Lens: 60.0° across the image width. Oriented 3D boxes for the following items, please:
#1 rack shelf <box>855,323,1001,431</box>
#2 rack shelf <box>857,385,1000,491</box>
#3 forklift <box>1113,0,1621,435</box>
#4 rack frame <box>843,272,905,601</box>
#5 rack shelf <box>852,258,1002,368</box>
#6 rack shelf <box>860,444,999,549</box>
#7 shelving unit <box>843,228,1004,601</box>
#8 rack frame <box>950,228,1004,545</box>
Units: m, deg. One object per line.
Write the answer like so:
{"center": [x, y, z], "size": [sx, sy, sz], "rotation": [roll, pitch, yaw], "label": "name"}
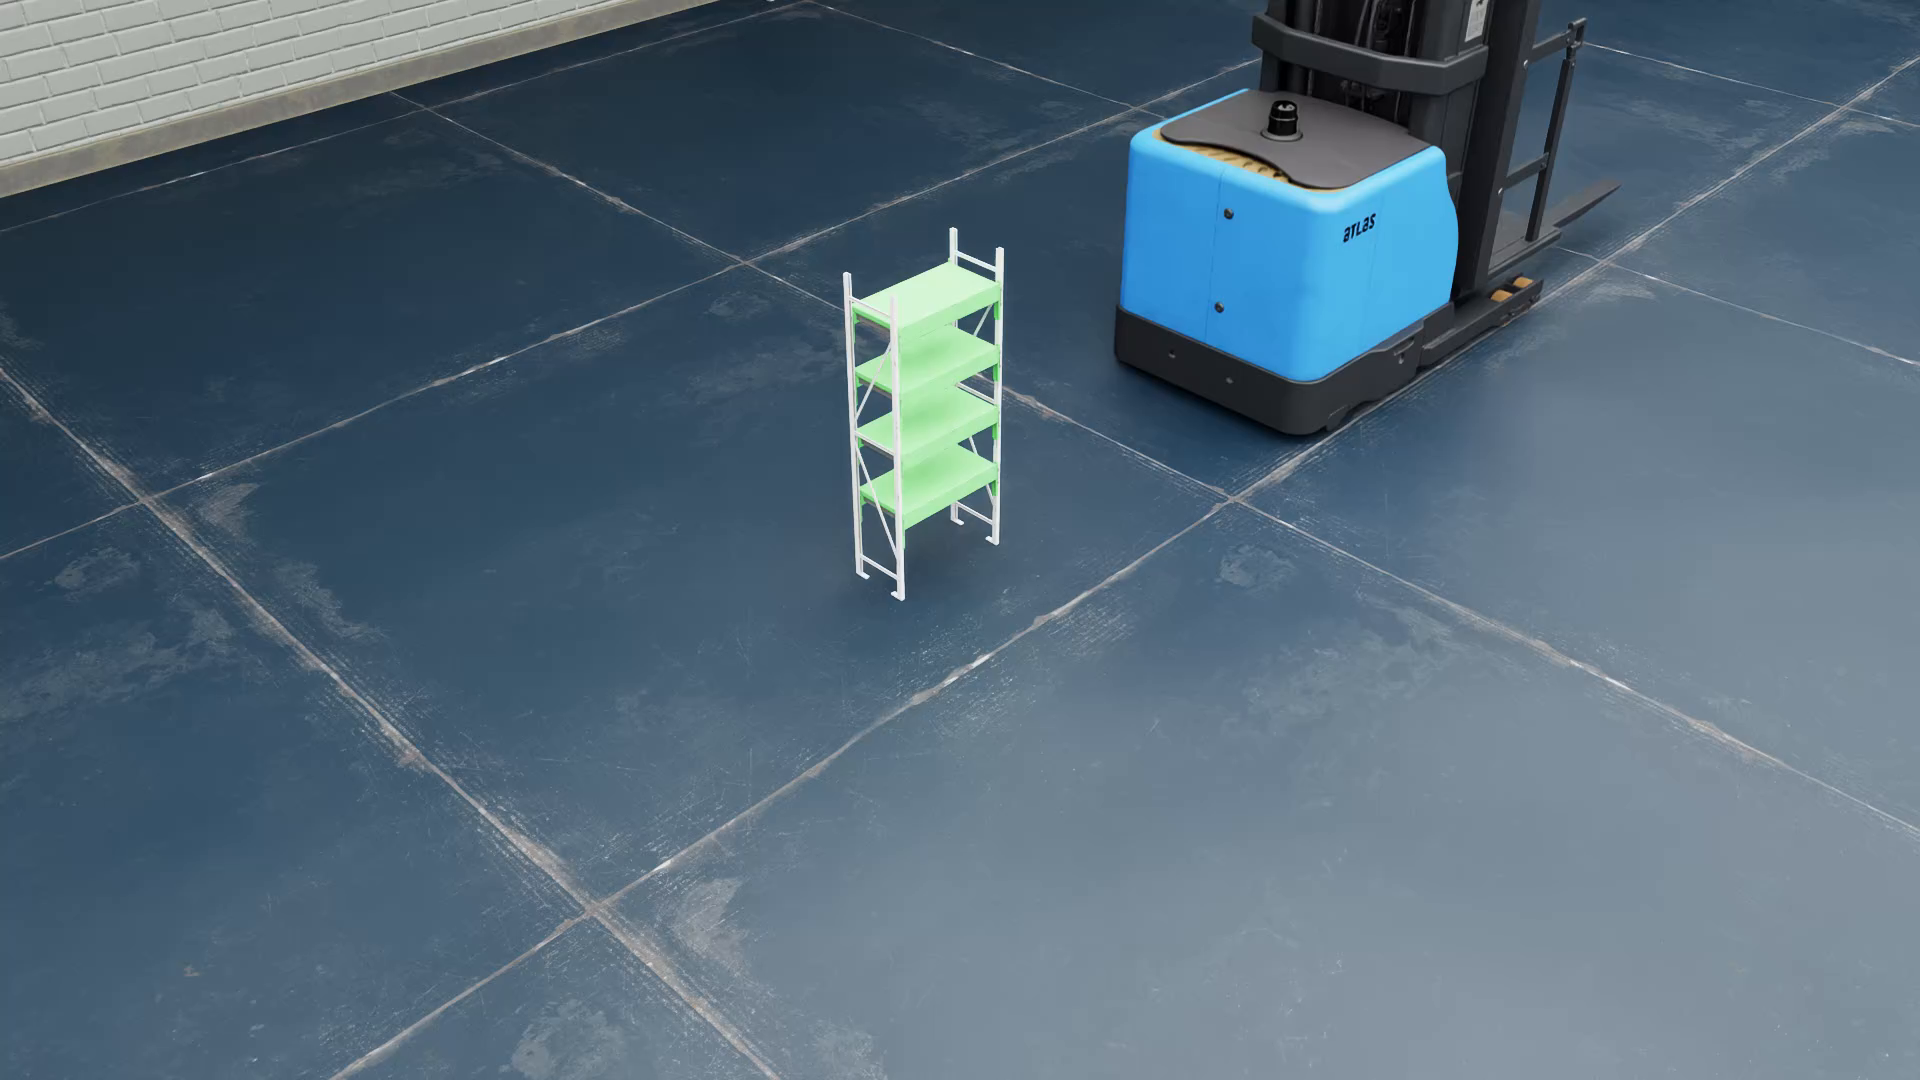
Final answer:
{"center": [-0.117, -0.569, 5.710], "size": [0.258, 0.148, 0.480], "rotation": [30, 45, 35], "label": "rack shelf"}
{"center": [-0.117, -0.373, 5.847], "size": [0.258, 0.148, 0.480], "rotation": [30, 45, 35], "label": "rack shelf"}
{"center": [2.070, -2.368, 7.084], "size": [1.130, 2.935, 3.031], "rotation": [30, 45, 35], "label": "forklift"}
{"center": [-0.289, -0.326, 5.668], "size": [0.240, 1.200, 0.015], "rotation": [30, 45, 35], "label": "rack frame"}
{"center": [-0.117, -0.766, 5.572], "size": [0.258, 0.148, 0.480], "rotation": [30, 45, 35], "label": "rack shelf"}
{"center": [-0.117, -0.176, 5.984], "size": [0.258, 0.148, 0.480], "rotation": [30, 45, 35], "label": "rack shelf"}
{"center": [-0.117, -0.425, 5.810], "size": [0.258, 1.200, 0.503], "rotation": [30, 45, 35], "label": "shelving unit"}
{"center": [0.055, -0.524, 5.952], "size": [0.240, 1.200, 0.015], "rotation": [30, 45, 35], "label": "rack frame"}
